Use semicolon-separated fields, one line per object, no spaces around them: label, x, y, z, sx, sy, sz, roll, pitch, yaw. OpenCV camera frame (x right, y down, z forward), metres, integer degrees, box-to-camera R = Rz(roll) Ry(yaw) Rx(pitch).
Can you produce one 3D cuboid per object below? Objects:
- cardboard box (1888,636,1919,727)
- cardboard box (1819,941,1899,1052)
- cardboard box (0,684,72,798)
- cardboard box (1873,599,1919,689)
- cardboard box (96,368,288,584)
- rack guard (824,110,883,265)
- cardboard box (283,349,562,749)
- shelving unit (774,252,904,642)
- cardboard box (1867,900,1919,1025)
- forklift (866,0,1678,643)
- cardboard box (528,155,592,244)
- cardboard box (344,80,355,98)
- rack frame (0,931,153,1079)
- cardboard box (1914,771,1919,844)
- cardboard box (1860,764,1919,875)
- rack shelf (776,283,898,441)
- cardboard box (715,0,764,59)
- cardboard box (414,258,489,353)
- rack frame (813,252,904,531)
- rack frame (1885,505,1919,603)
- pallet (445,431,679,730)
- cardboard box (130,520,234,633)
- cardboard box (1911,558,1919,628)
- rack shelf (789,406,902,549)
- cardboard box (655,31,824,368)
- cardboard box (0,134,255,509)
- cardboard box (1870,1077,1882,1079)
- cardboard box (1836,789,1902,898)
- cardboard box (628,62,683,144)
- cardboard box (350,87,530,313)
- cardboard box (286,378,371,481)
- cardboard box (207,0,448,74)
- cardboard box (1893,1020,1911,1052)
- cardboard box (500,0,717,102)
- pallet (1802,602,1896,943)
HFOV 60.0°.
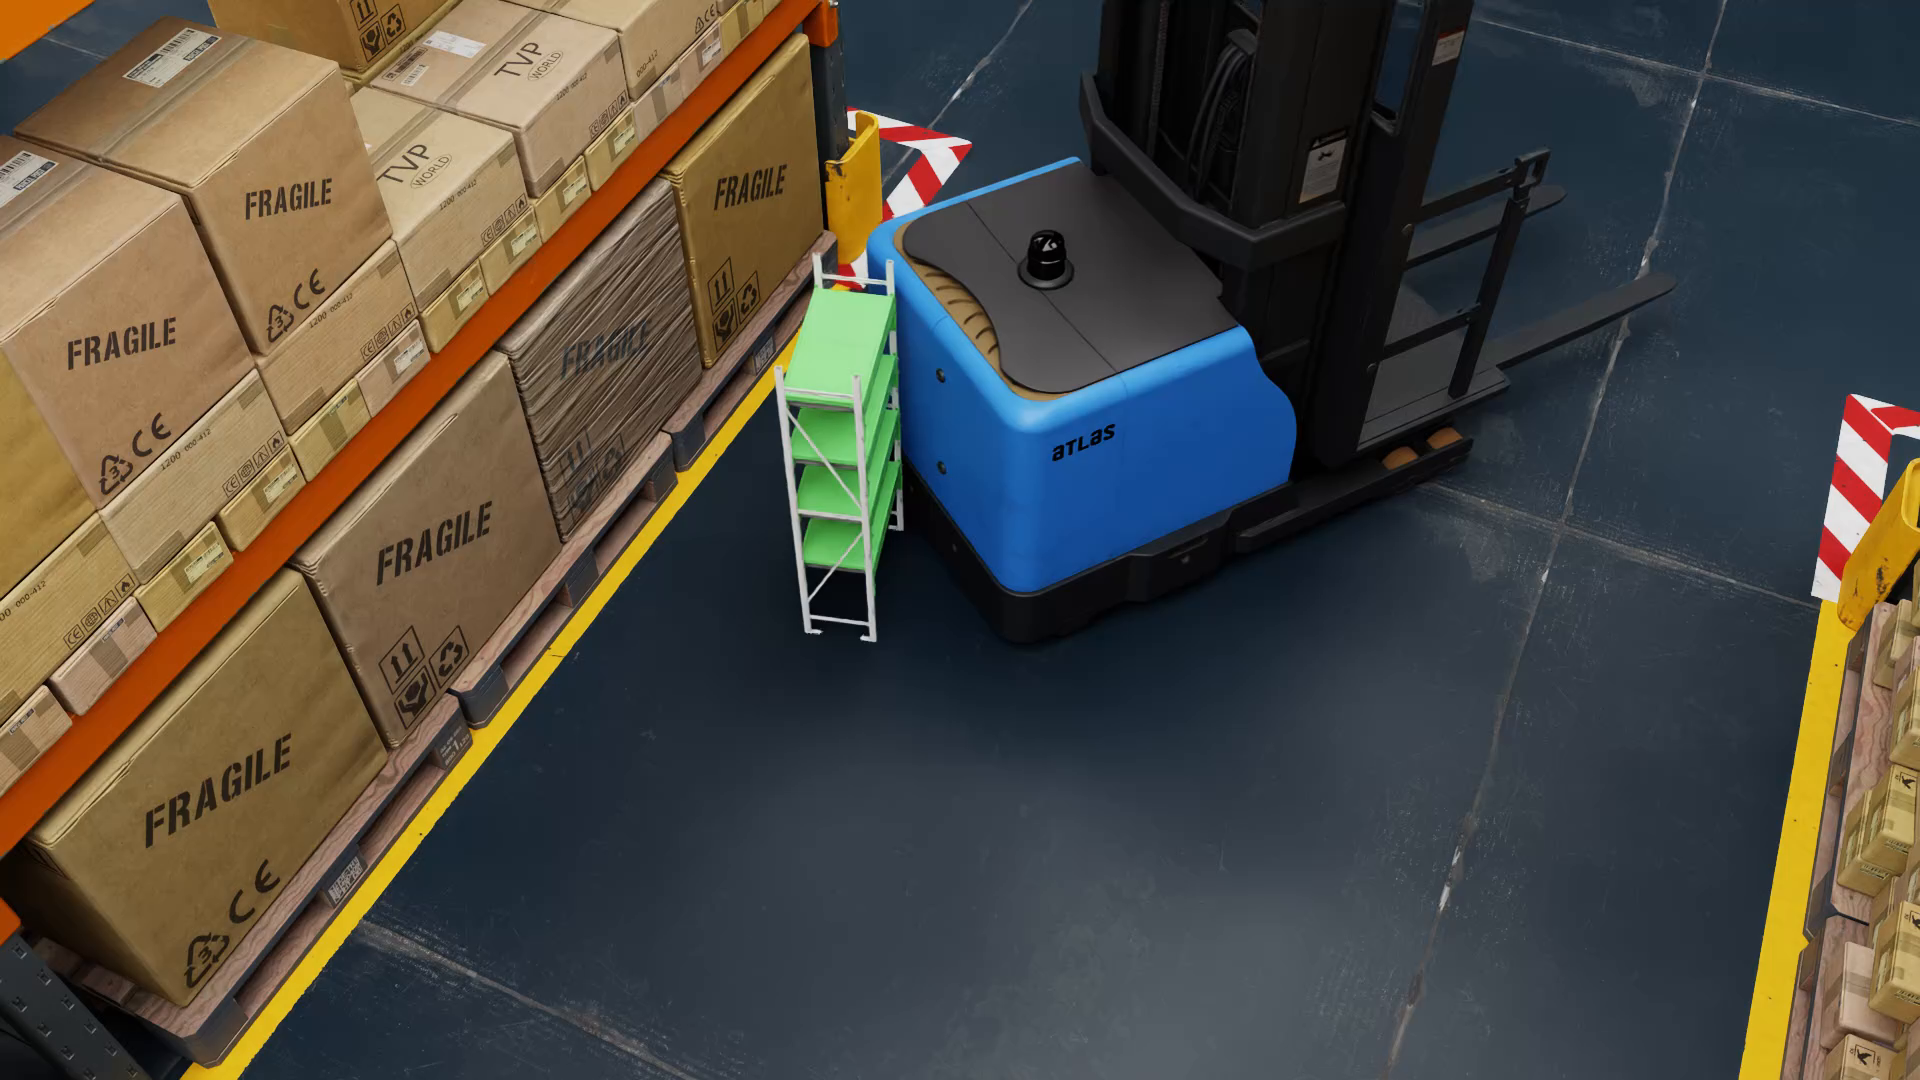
cardboard box;2.910;0.468;4.783;0.380;0.149;0.250;20;52;16
cardboard box;2.467;1.244;4.318;0.380;0.149;0.250;17;52;14
cardboard box;-2.189;0.386;3.617;0.380;0.149;0.250;20;52;16
cardboard box;3.021;0.373;5.059;0.380;0.149;0.250;21;53;17
cardboard box;-1.962;-0.227;3.877;0.500;0.250;0.500;20;52;16
rack guard;-0.897;-1.561;6.750;1.175;0.500;0.348;20;52;16
cardboard box;-1.877;-0.096;4.981;0.875;0.875;0.875;20;52;16
shelving unit;-0.353;-0.256;5.180;0.258;1.200;0.503;7;50;6
cardboard box;2.459;1.087;4.061;0.380;0.149;0.250;21;53;17
forklift;1.234;-1.449;5.058;3.031;2.935;1.130;-23;53;-18
cardboard box;-1.307;-1.038;4.829;0.380;0.149;0.250;20;52;16
cardboard box;-2.009;-1.094;4.614;0.500;0.250;0.500;19;52;15
rack frame;-2.613;0.401;3.439;0.949;2.616;0.053;20;52;16
cardboard box;2.739;0.733;4.363;0.380;0.149;0.250;17;52;14
cardboard box;2.678;0.806;4.495;0.380;0.149;0.250;21;53;17
rack shelf;-0.353;-0.526;4.863;0.258;0.148;0.480;7;50;6
cardboard box;-0.871;-1.741;5.427;0.380;0.149;0.250;20;53;16
cardboard box;-1.525;-0.688;4.531;0.380;0.149;0.250;18;52;15
rack frame;-0.314;-0.440;5.336;0.240;1.200;0.015;7;50;6
rack frame;3.534;-0.671;4.352;1.000;3.000;0.127;20;52;16
pallet;-1.701;-0.038;5.644;1.003;0.211;1.213;20;52;16
cardboard box;-1.965;0.023;3.926;0.380;0.149;0.250;21;53;17
cardboard box;3.003;0.174;4.838;0.380;0.149;0.250;18;52;14
rack shelf;-0.353;-0.215;5.229;0.258;0.148;0.480;7;50;6
cardboard box;-1.108;-1.335;6.036;0.875;0.875;0.875;20;52;16
cardboard box;-1.963;-0.474;3.595;0.500;0.500;0.500;20;52;16
cardboard box;2.233;1.427;3.772;0.380;0.149;0.250;18;52;15
cardboard box;2.675;0.894;4.616;0.380;0.149;0.250;20;53;17
cardboard box;-1.088;-1.396;5.134;0.380;0.149;0.250;21;53;17
cardboard box;-1.528;-0.923;4.469;0.500;0.250;0.500;20;52;16
cardboard box;-1.745;-0.335;4.230;0.380;0.149;0.250;19;52;16
cardboard box;-1.786;-1.700;4.637;0.500;0.500;0.500;19;52;15
cardboard box;2.572;1.220;4.143;0.380;0.149;0.250;22;53;18
cardboard box;-1.092;-1.633;5.073;0.500;0.250;0.500;19;52;15
pallet;3.122;0.833;4.903;1.003;0.211;1.213;20;52;16
